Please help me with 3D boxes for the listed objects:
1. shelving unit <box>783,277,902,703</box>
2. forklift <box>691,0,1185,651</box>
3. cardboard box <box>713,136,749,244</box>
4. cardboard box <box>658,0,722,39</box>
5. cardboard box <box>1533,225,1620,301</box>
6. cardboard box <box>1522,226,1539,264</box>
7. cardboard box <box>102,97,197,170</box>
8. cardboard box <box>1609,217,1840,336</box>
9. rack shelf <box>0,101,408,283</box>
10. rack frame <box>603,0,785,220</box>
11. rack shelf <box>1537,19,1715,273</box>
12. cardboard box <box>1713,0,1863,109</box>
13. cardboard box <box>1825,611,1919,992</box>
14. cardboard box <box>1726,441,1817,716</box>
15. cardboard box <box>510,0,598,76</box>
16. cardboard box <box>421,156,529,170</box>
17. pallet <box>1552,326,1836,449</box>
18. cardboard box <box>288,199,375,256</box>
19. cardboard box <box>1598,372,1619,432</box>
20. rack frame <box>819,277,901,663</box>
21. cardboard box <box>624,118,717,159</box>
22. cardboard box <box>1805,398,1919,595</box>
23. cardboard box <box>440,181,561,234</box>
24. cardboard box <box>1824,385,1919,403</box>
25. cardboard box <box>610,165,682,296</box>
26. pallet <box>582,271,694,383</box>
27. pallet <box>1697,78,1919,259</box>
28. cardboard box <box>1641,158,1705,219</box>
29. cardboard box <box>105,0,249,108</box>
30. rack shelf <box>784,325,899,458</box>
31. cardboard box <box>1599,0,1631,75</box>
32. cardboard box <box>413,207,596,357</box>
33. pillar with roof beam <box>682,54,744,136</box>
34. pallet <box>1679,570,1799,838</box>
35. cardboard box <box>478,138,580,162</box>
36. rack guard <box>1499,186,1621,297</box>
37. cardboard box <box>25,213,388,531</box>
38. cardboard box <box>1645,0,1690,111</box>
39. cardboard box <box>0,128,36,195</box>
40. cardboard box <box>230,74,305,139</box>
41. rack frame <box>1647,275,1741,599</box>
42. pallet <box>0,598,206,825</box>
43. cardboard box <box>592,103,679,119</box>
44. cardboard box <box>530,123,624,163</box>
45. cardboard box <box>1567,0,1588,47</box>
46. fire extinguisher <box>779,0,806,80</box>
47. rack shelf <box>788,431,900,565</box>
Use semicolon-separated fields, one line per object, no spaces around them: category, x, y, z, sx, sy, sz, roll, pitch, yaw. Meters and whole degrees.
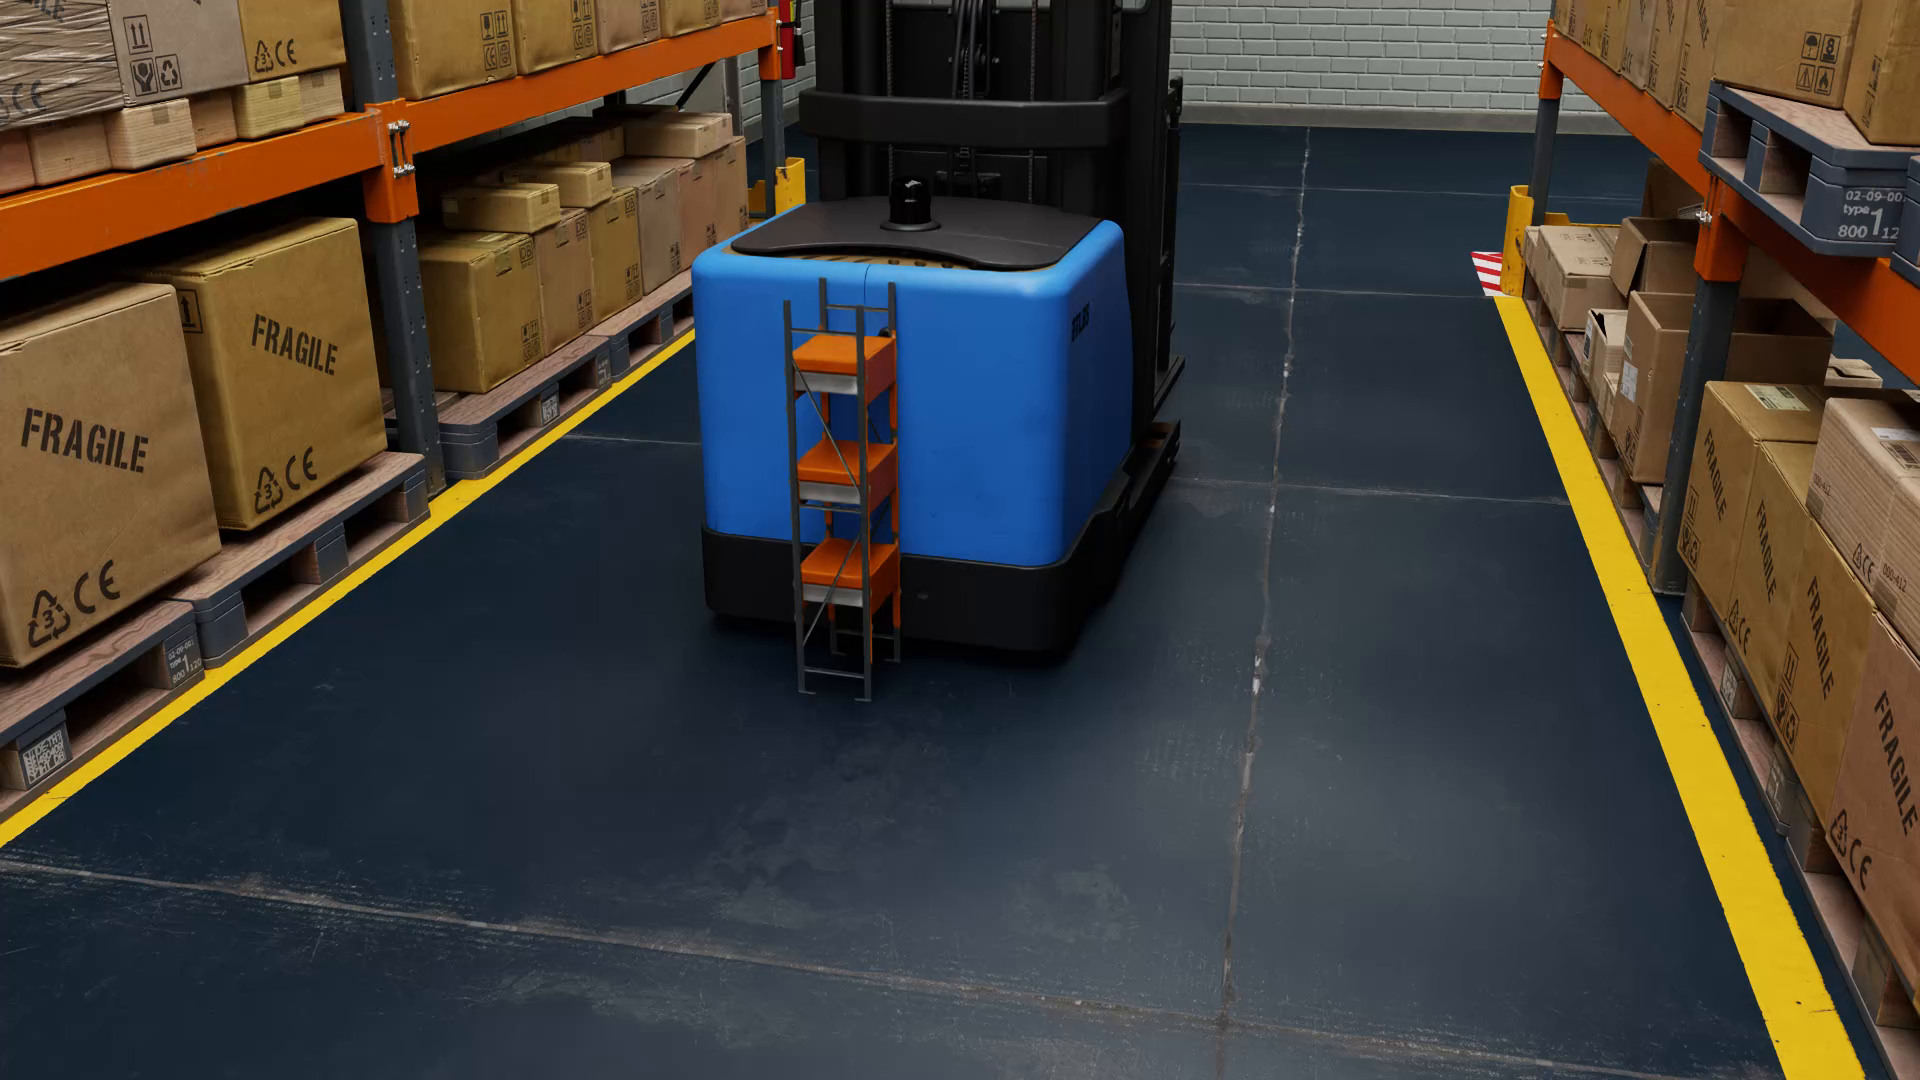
shelving unit;-0.292;-0.120;4.246;0.215;1.050;0.252;6;23;15
forklift;0.171;-1.584;5.363;1.130;2.935;3.031;6;23;15
cardboard box;-1.517;-1.819;8.639;0.700;0.500;0.500;4;22;11
cardboard box;-1.704;-2.732;7.721;0.980;0.700;0.700;4;22;10
cardboard box;2.888;-1.240;7.508;0.500;0.250;0.500;4;22;11
cardboard box;2.957;-1.426;8.106;0.380;0.149;0.250;4;22;11
cardboard box;-2.201;-1.045;4.244;0.380;0.149;0.250;4;22;11
cardboard box;2.941;-0.942;6.429;0.797;0.503;0.637;4;22;11
rack shelf;-2.696;-0.519;3.591;1.077;0.370;4.000;4;22;11
rack frame;-1.472;-3.047;8.905;1.000;3.000;0.127;4;22;11
rack shelf;2.970;-1.606;6.289;1.077;0.370;4.000;4;22;11
cardboard box;2.247;-1.293;3.853;0.700;0.500;0.500;-3;22;-7
cardboard box;1.914;0.469;2.932;0.500;0.500;0.500;4;22;9
cardboard box;2.127;0.102;3.843;0.500;0.500;0.500;5;22;12
cardboard box;-2.007;-2.187;6.368;0.980;0.700;0.700;4;22;10
cardboard box;-2.048;-1.530;7.053;0.380;0.149;0.250;5;22;11
pallet;2.950;-0.613;6.594;1.003;0.211;1.213;4;22;11
cardboard box;-2.259;-1.148;6.105;0.380;0.149;0.250;4;22;11
cardboard box;2.419;-0.462;5.712;0.380;0.149;0.250;4;22;11
rack frame;-0.258;-0.164;4.355;0.200;1.050;0.008;6;23;15
cardboard box;-1.416;-1.965;8.134;0.380;0.149;0.250;5;22;12
cardboard box;2.021;-0.077;3.282;0.500;0.250;0.500;5;22;11
cardboard box;-1.786;-1.298;6.476;0.380;0.149;0.250;5;23;13
cardboard box;2.860;-0.302;5.099;0.500;0.311;0.500;4;22;11
cardboard box;-1.721;-1.452;7.728;0.700;0.500;0.500;4;22;9
pallet;-1.809;-1.011;7.580;1.003;0.211;1.213;4;22;11
pallet;2.292;-0.835;3.669;1.003;0.211;1.213;4;22;11
cardboard box;3.509;-1.498;7.815;0.500;0.500;0.500;4;22;11
cardboard box;-2.230;-1.403;4.262;0.500;0.500;0.500;5;22;11
rack shelf;-0.292;-0.373;4.144;0.215;0.259;0.240;6;23;15
cardboard box;2.721;-2.020;6.221;0.500;0.500;0.500;5;22;12
cardboard box;-1.929;-1.069;6.776;0.700;0.500;0.500;4;22;10
pillar with roof beam;2.447;-6.555;9.585;9.100;9.000;0.400;4;22;11
pallet;2.433;0.386;4.113;1.003;0.211;1.213;4;22;11
cardboard box;-1.944;-1.717;7.517;0.380;0.149;0.250;5;22;11
rack guard;3.363;-1.484;8.369;1.175;0.500;0.348;4;22;11
cardboard box;-2.293;-0.534;4.981;0.750;0.750;0.750;5;22;12
cardboard box;2.517;-1.646;5.290;0.500;0.500;0.500;5;22;12
cardboard box;-2.382;-0.871;3.810;0.380;0.149;0.250;4;22;9
cardboard box;-2.108;-1.238;4.721;0.380;0.149;0.250;5;22;12
rack frame;2.562;-1.208;4.338;1.000;3.000;0.127;4;22;11
pallet;-2.618;0.445;3.967;1.003;0.211;1.213;4;22;11
cardboard box;-1.687;-2.181;8.669;0.380;0.149;0.250;5;22;11
cardboard box;-1.841;-1.904;7.982;0.380;0.149;0.250;5;22;11
cardboard box;2.930;-2.386;7.129;0.500;0.500;0.500;4;22;10
fire extinguisher;-0.989;-2.858;9.039;0.296;0.674;0.183;4;22;11
rack shelf;-0.292;-0.110;4.250;0.215;0.259;0.240;6;23;15
